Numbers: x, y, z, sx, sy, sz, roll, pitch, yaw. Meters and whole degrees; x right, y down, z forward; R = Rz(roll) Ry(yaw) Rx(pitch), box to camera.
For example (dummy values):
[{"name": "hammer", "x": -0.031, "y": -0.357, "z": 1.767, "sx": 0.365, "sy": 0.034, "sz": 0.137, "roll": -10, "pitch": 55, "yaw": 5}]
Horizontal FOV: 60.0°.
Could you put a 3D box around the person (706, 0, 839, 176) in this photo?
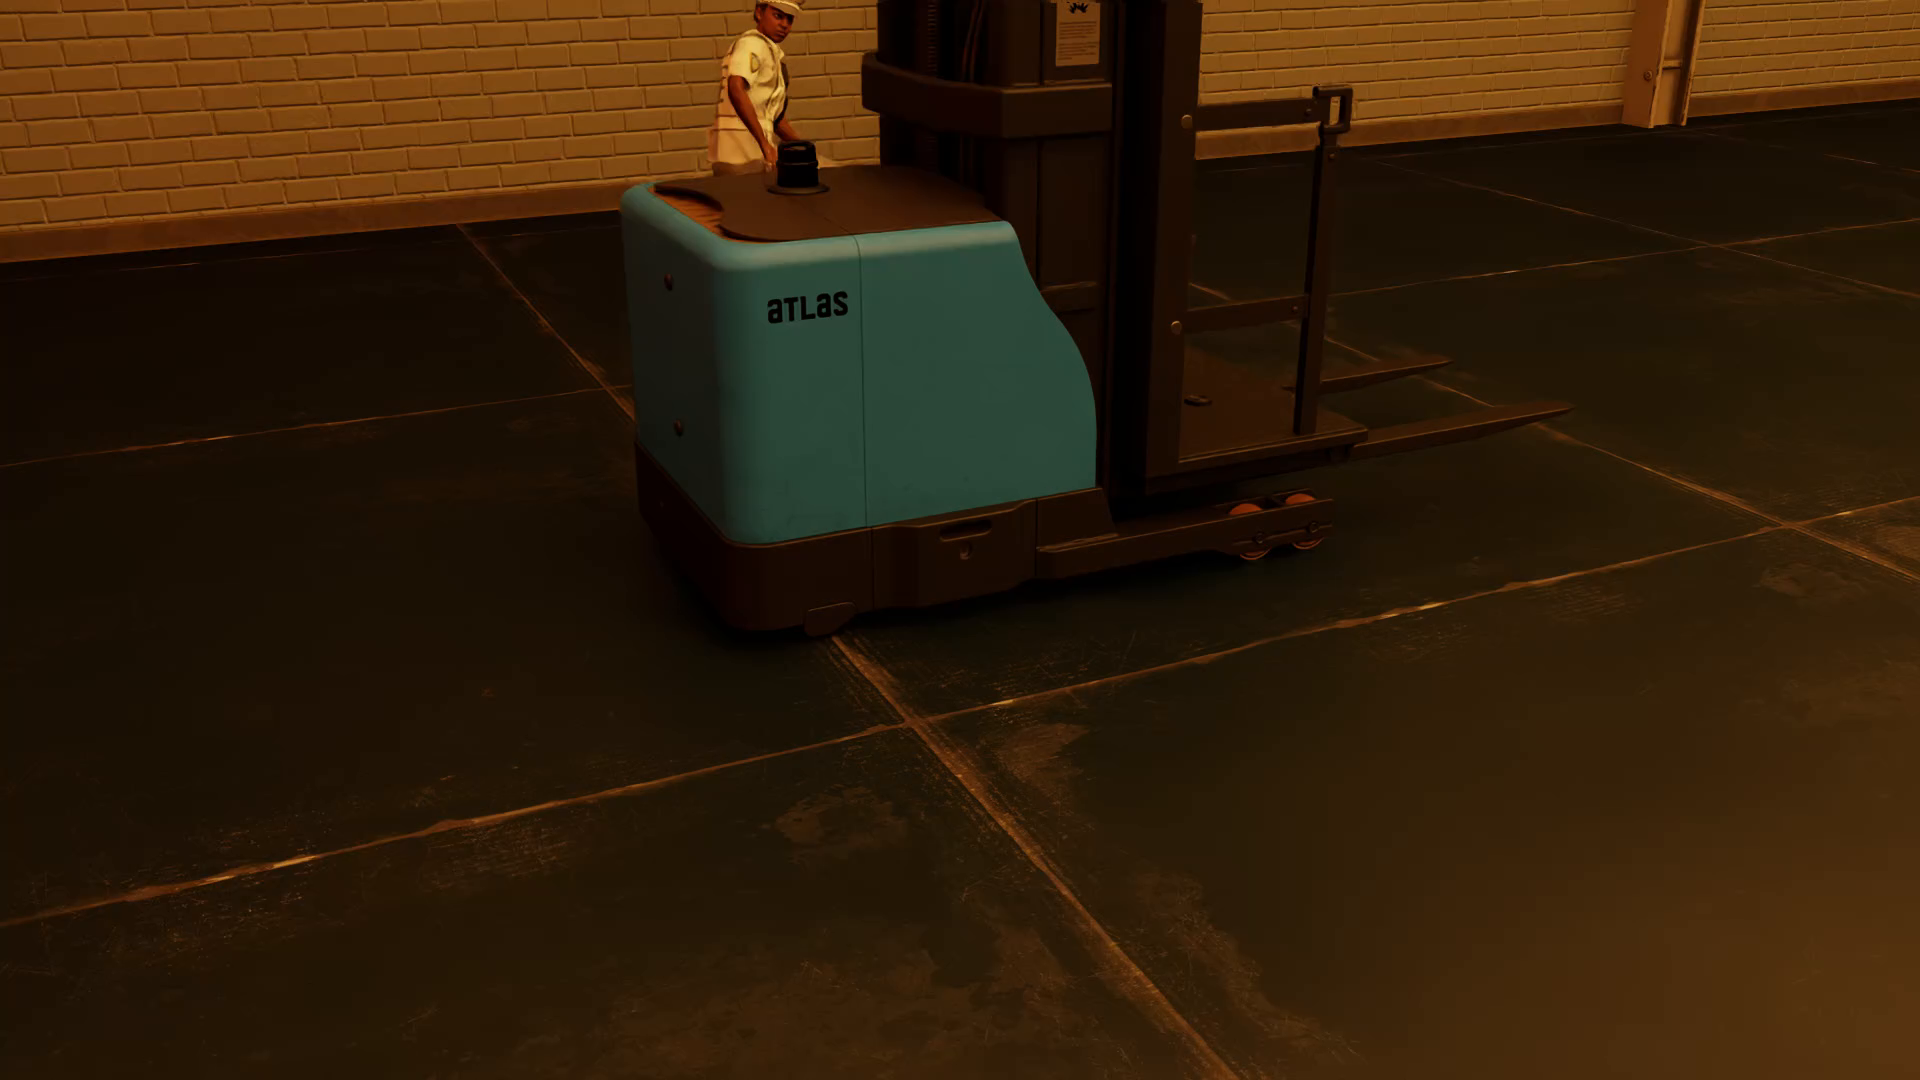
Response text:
[{"name": "person", "x": -0.839, "y": -1.778, "z": 7.580, "sx": 0.643, "sy": 1.456, "sz": 0.742, "roll": -7, "pitch": 24, "yaw": -17}]

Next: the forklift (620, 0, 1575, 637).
[{"name": "forklift", "x": 0.569, "y": -1.465, "z": 4.812, "sx": 3.031, "sy": 2.935, "sz": 1.130, "roll": -10, "pitch": 25, "yaw": -23}]
